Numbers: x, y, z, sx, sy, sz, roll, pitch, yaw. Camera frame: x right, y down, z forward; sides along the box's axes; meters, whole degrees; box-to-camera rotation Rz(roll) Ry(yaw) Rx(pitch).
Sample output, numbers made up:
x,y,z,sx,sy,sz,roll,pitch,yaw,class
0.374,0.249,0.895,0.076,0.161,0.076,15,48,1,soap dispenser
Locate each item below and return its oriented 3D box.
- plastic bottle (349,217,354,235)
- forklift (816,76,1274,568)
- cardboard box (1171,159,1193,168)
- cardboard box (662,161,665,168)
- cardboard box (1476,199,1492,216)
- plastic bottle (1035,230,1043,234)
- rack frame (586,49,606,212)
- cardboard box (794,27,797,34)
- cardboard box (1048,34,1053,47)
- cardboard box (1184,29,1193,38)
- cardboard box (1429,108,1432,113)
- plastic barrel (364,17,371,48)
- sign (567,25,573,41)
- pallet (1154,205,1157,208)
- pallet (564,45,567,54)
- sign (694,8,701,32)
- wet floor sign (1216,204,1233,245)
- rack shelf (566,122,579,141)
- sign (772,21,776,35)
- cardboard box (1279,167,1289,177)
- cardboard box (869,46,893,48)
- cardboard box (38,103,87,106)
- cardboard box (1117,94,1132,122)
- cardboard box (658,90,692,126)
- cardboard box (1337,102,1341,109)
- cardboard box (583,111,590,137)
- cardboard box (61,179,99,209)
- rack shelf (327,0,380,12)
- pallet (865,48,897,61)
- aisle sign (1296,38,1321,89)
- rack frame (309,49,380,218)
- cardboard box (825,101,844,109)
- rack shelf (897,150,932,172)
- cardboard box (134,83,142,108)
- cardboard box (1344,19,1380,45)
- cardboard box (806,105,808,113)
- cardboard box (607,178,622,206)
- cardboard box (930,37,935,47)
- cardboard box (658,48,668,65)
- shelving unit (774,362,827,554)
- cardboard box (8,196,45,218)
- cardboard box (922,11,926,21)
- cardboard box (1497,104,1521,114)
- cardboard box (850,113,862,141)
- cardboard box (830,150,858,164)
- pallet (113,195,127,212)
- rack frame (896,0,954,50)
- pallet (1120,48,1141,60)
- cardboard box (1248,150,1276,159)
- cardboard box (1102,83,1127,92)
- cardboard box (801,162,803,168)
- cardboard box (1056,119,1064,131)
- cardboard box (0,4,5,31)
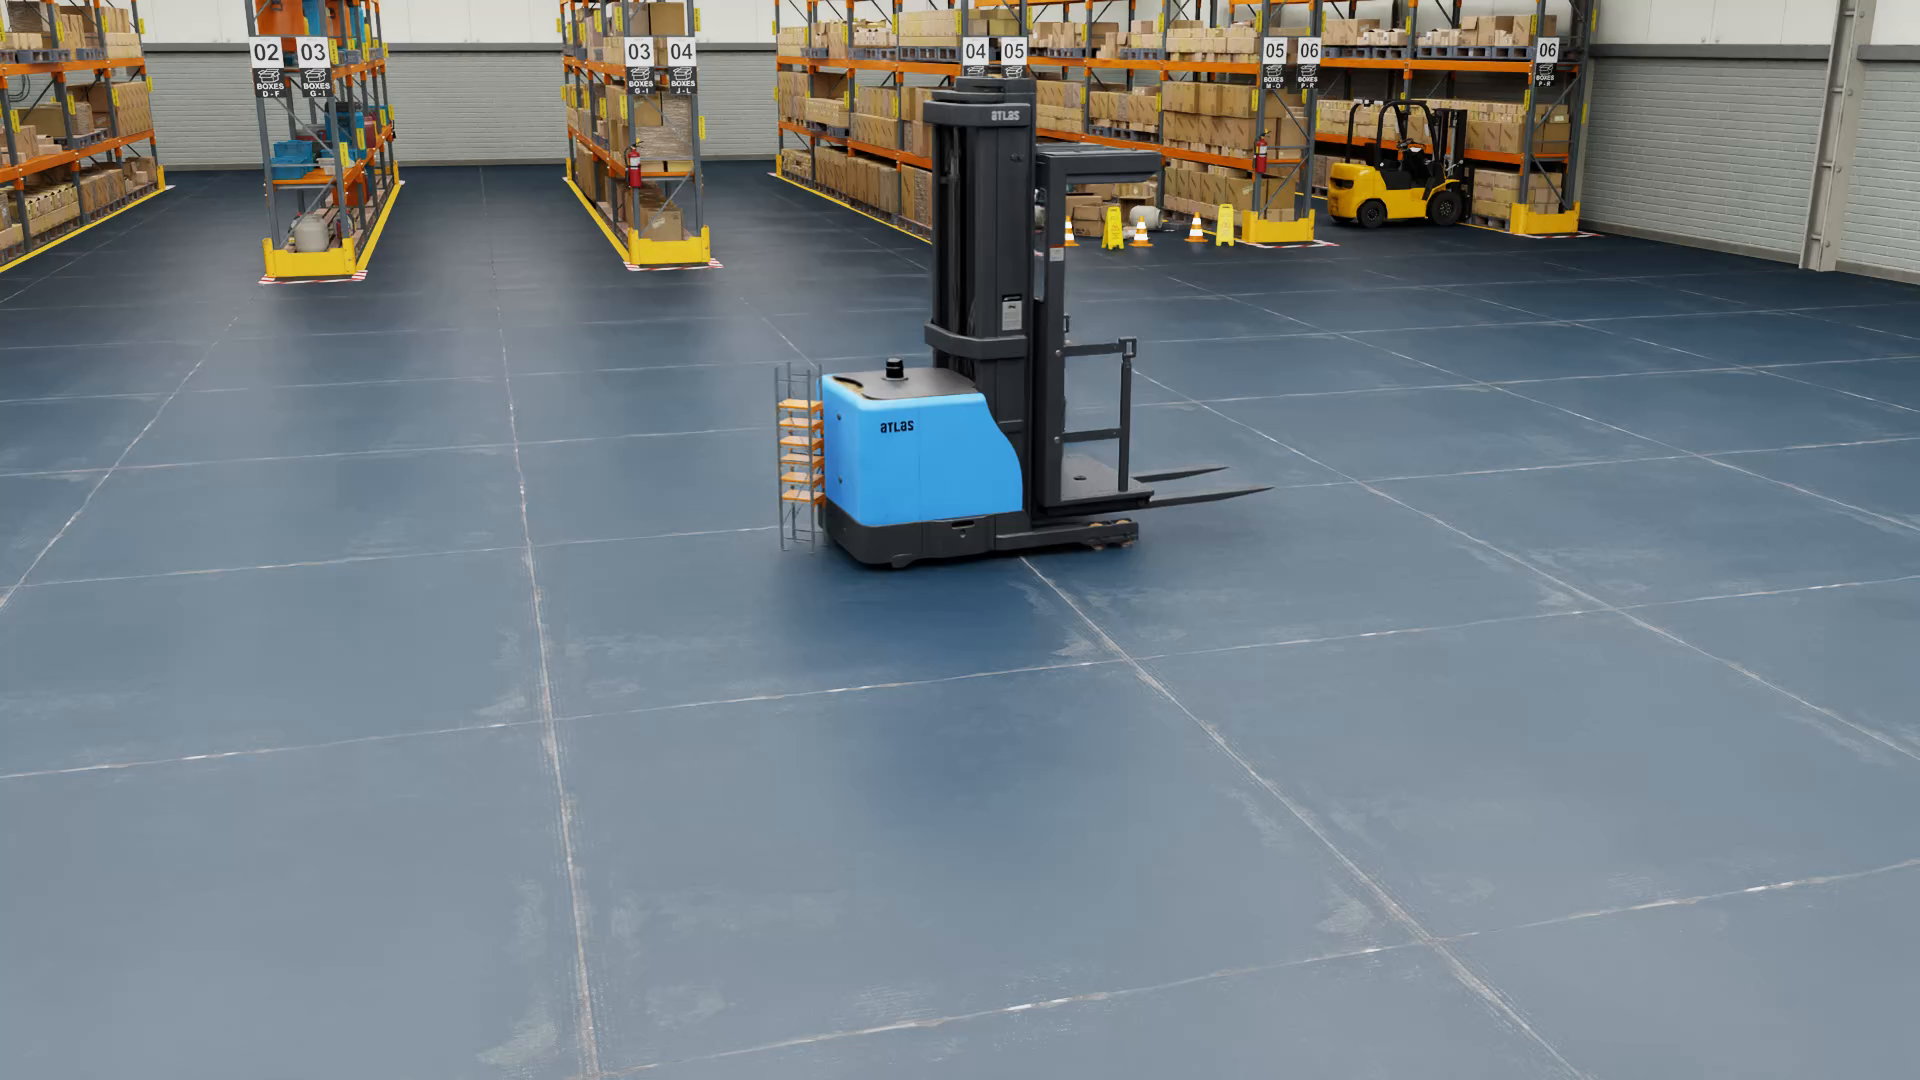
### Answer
x,y,z,sx,sy,sz,roll,pitch,yaw,class
-9.560,-4.926,26.094,0.061,0.283,0.133,-4,17,-12,plastic bottle
0.625,-1.479,10.782,3.031,2.935,1.130,-7,18,-21,forklift
4.018,-6.772,29.900,0.380,0.149,0.250,-4,17,-14,cardboard box
-4.333,-5.737,25.275,0.380,0.149,0.250,-5,17,-15,cardboard box
9.449,-5.856,29.283,0.500,0.250,0.500,-5,17,-15,cardboard box
1.270,-5.229,28.254,0.283,0.061,0.133,-12,20,-34,plastic bottle
-6.489,-7.764,31.586,1.000,3.000,0.127,-5,17,-15,rack frame
-3.520,-11.451,37.343,0.380,0.149,0.250,-5,17,-16,cardboard box
2.106,-10.695,35.631,0.396,0.266,0.258,-3,17,-11,cardboard box
4.122,-8.808,28.899,0.380,0.149,0.250,-5,17,-16,cardboard box
8.916,-7.943,30.880,0.380,0.149,0.250,-5,17,-15,cardboard box
-11.904,-9.971,32.660,0.600,0.588,0.600,0,17,0,plastic barrel
-8.121,-10.549,34.605,0.100,0.325,0.005,-5,17,-15,sign
3.923,-6.321,31.629,1.003,0.211,1.213,-5,17,-15,pallet
-8.473,-11.167,37.854,1.003,0.211,1.213,-5,17,-15,pallet
-3.769,-7.450,23.805,0.100,0.325,0.005,-5,17,-15,sign
4.262,-5.070,26.710,0.267,0.644,0.232,1,17,4,wet floor sign
-8.138,-9.079,37.215,1.077,0.370,4.000,-5,17,-15,rack shelf
-4.412,-12.154,39.465,0.100,0.325,0.005,-5,17,-15,sign
7.361,-8.184,36.600,0.500,0.500,0.500,-5,17,-16,cardboard box
-1.593,-9.792,32.948,0.500,0.500,0.500,-5,17,-15,cardboard box
-16.949,-8.004,31.479,0.700,0.500,0.500,-2,17,-6,cardboard box
3.373,-8.368,32.174,0.500,0.500,0.500,-5,18,-17,cardboard box
-4.179,-6.394,24.596,0.500,0.500,0.500,-5,17,-15,cardboard box
7.967,-8.907,34.089,0.380,0.149,0.250,-5,17,-15,cardboard box
-7.279,-8.352,33.368,0.500,0.500,0.500,-4,17,-14,cardboard box
-16.014,-6.289,30.253,0.500,0.500,0.500,-5,18,-17,cardboard box
-12.900,-11.369,35.106,1.077,0.370,4.000,-5,17,-15,rack shelf
-1.154,-8.992,30.786,1.003,0.211,1.213,-4,17,-13,pallet
5.553,-7.587,26.478,0.394,0.787,0.004,-5,17,-15,aisle sign
-11.251,-7.373,30.282,1.000,3.000,0.127,-5,17,-15,rack frame
-2.544,-8.876,33.961,0.380,0.149,0.250,-5,17,-15,cardboard box
-0.043,-6.124,27.377,1.077,0.370,4.000,-5,17,-15,rack shelf
-17.540,-9.338,34.912,0.500,0.500,0.500,-4,17,-14,cardboard box
8.056,-10.174,33.315,0.500,0.500,0.500,-4,17,-14,cardboard box
-3.125,-9.313,35.931,0.380,0.149,0.250,-4,17,-14,cardboard box
-6.121,-6.442,30.763,0.700,0.500,0.500,-6,18,-20,cardboard box
-0.259,-7.898,26.349,0.380,0.149,0.250,-5,17,-15,cardboard box
-4.174,-7.070,24.321,0.500,0.250,0.500,-4,17,-14,cardboard box
-1.012,-0.519,10.584,0.258,1.200,0.189,6,19,18,shelving unit
-14.922,-5.301,26.462,0.500,0.311,0.500,-5,17,-16,cardboard box
-0.401,-8.421,26.705,0.380,0.149,0.250,-5,17,-16,cardboard box
9.513,-7.448,28.714,0.380,0.149,0.250,-4,17,-14,cardboard box
-1.828,-8.031,32.300,0.500,0.500,0.500,-5,17,-15,cardboard box
-2.406,-7.941,34.485,0.500,0.250,0.500,-4,17,-14,cardboard box
-16.854,-6.531,32.328,1.003,0.211,1.213,-5,17,-15,pallet
-0.593,-9.895,28.252,1.000,3.000,0.127,-5,17,-15,rack frame
3.784,-9.254,31.657,1.213,0.211,1.003,-5,17,-15,pallet
4.930,-6.301,27.152,0.380,0.149,0.250,-4,17,-13,cardboard box
3.139,-9.230,34.555,0.500,0.500,0.500,-5,18,-17,cardboard box
-3.424,-8.568,37.969,0.380,0.149,0.250,-4,17,-14,cardboard box
2.373,-8.876,35.548,0.500,0.250,0.500,-5,17,-16,cardboard box
-15.226,-8.130,25.817,0.500,0.500,0.500,-3,17,-10,cardboard box
